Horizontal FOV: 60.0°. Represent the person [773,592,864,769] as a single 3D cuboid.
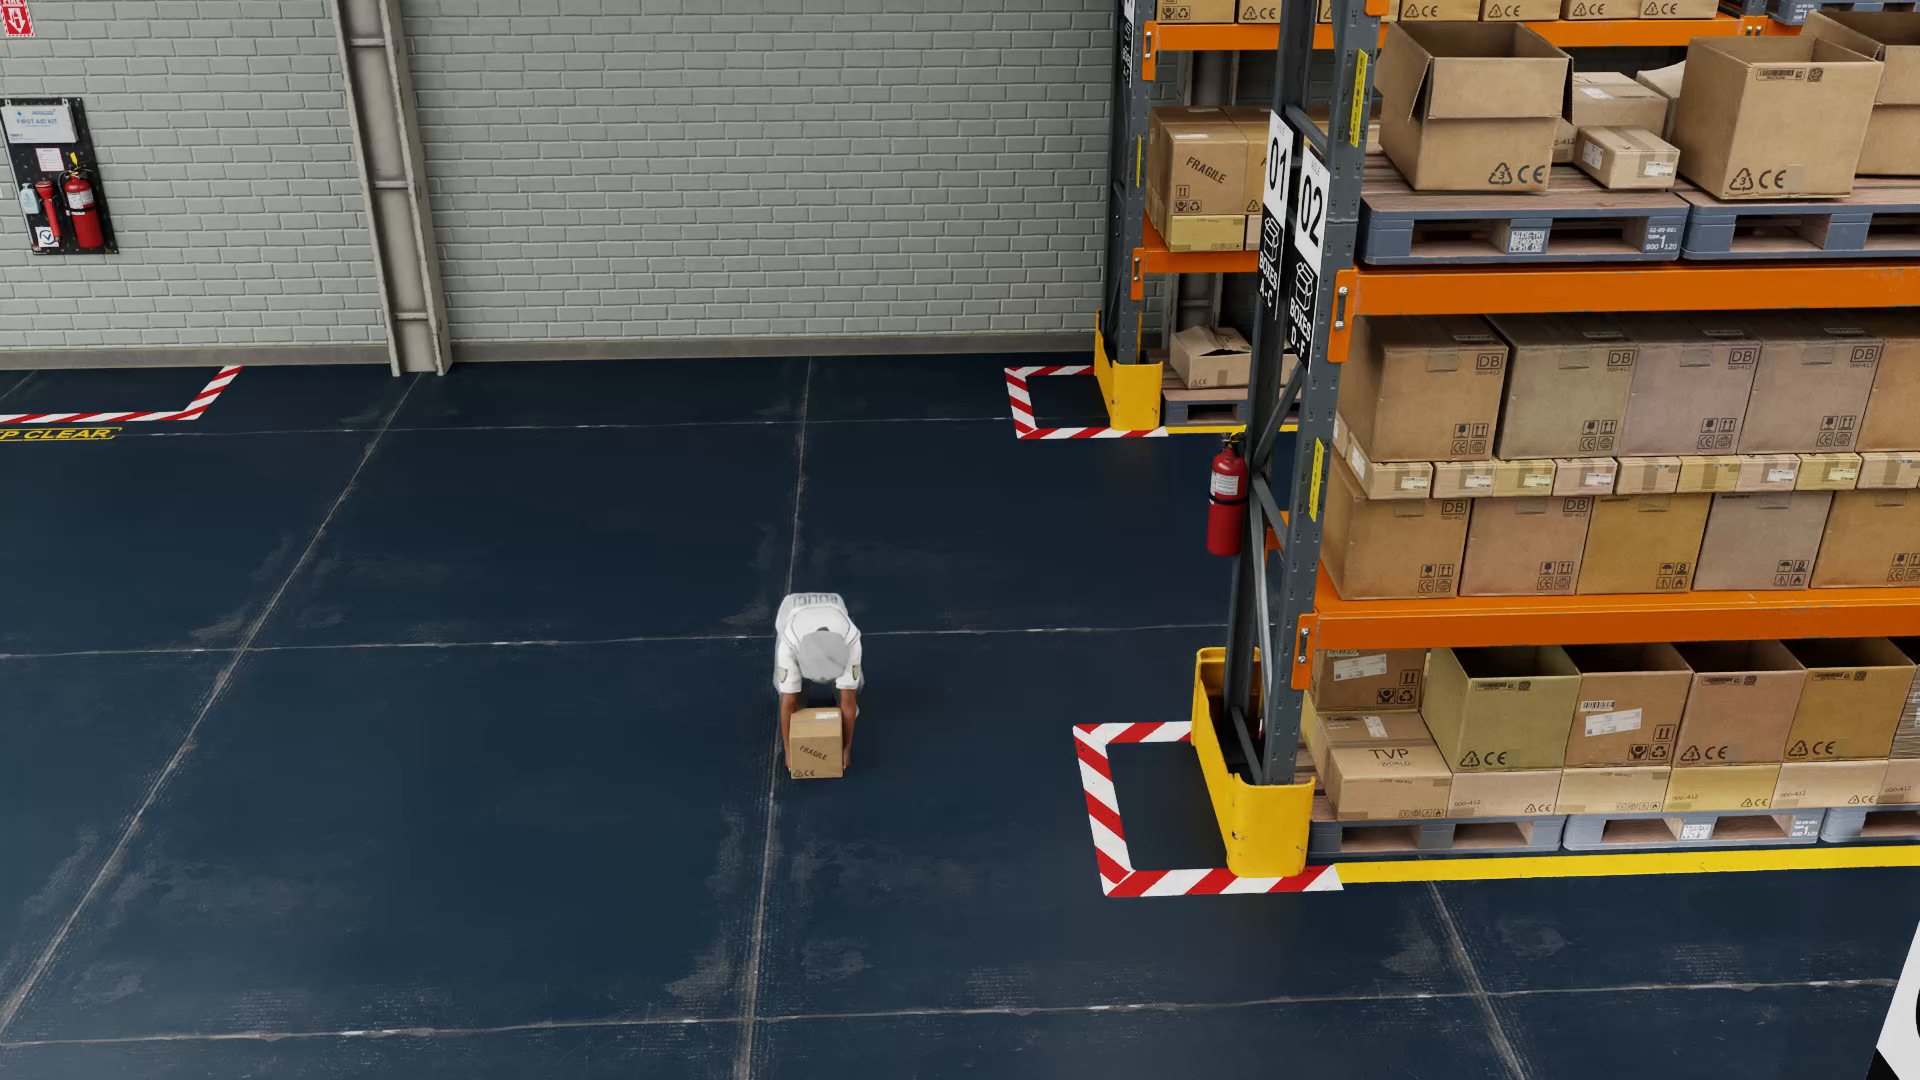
[{"bbox_3d":[-0.714,0.645,8.392,0.454,0.791,0.915,-2,28,-4],"label":"person"}]
